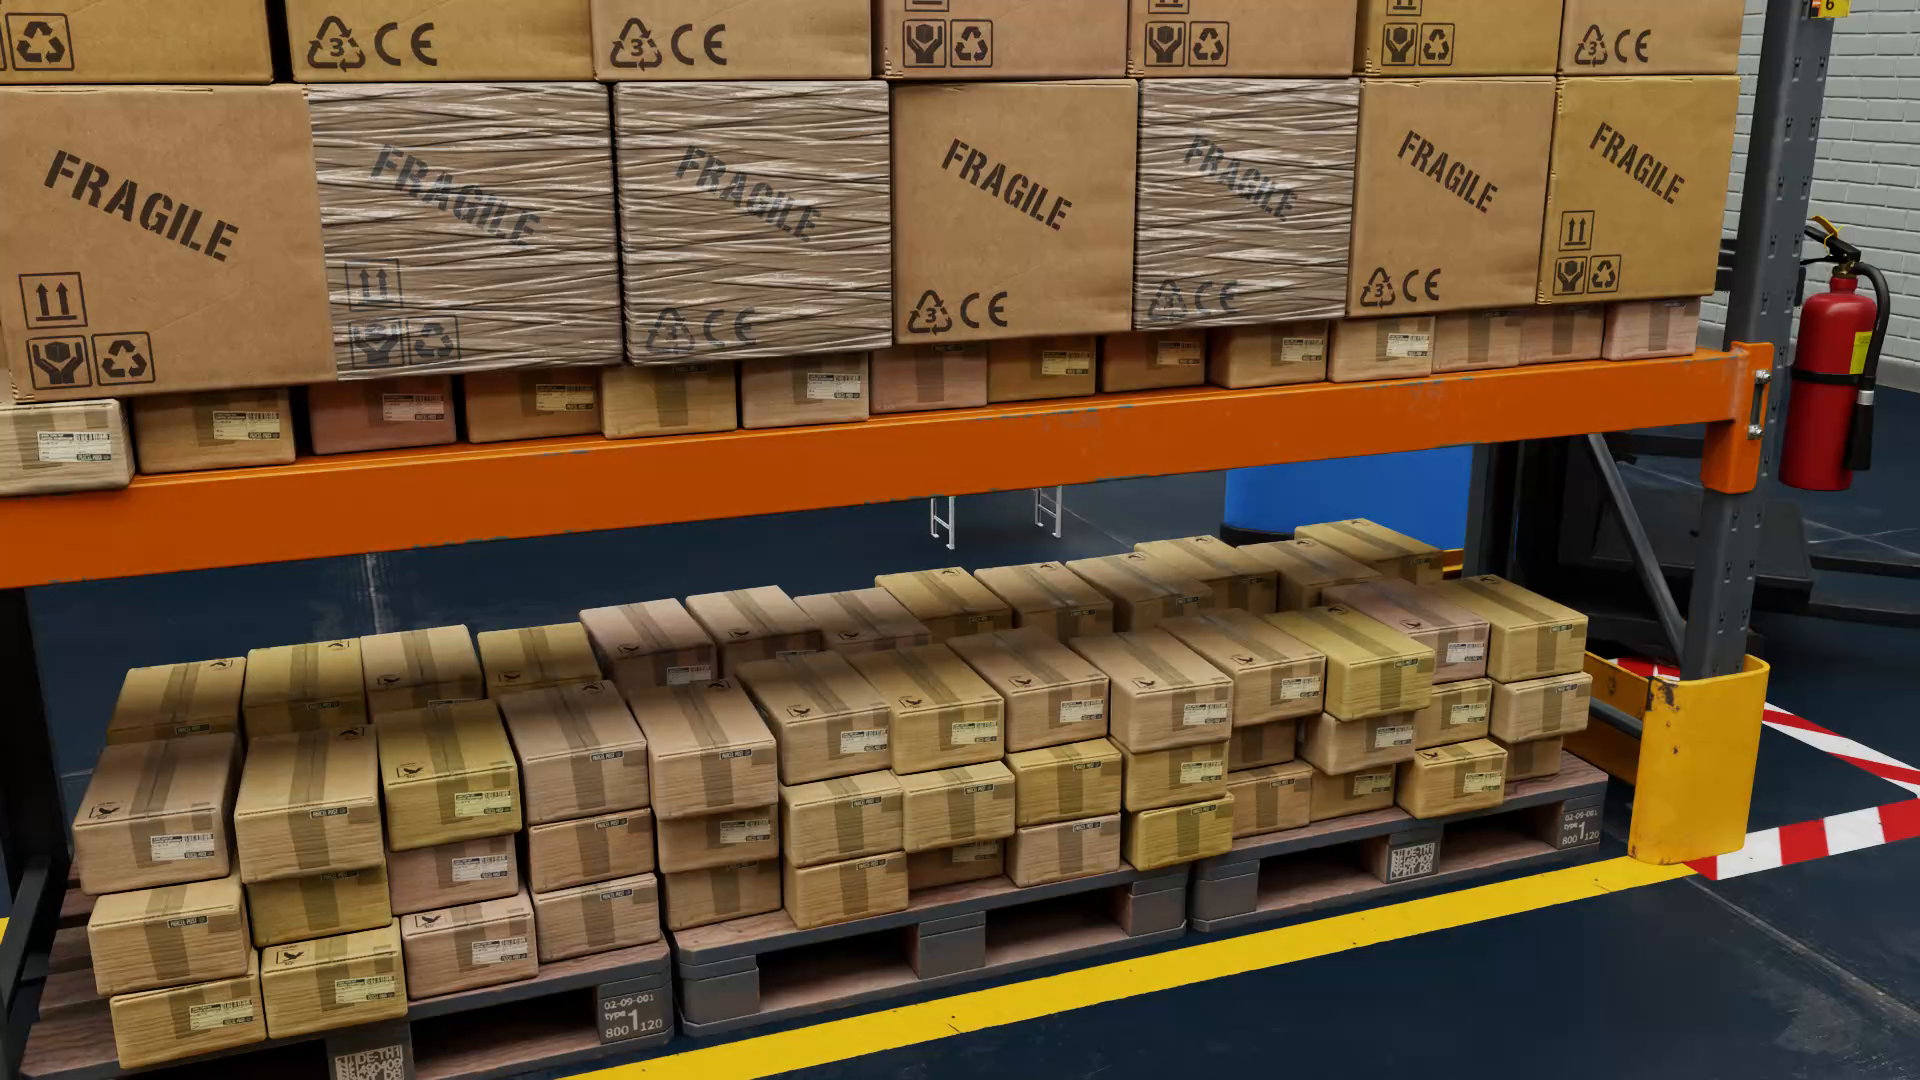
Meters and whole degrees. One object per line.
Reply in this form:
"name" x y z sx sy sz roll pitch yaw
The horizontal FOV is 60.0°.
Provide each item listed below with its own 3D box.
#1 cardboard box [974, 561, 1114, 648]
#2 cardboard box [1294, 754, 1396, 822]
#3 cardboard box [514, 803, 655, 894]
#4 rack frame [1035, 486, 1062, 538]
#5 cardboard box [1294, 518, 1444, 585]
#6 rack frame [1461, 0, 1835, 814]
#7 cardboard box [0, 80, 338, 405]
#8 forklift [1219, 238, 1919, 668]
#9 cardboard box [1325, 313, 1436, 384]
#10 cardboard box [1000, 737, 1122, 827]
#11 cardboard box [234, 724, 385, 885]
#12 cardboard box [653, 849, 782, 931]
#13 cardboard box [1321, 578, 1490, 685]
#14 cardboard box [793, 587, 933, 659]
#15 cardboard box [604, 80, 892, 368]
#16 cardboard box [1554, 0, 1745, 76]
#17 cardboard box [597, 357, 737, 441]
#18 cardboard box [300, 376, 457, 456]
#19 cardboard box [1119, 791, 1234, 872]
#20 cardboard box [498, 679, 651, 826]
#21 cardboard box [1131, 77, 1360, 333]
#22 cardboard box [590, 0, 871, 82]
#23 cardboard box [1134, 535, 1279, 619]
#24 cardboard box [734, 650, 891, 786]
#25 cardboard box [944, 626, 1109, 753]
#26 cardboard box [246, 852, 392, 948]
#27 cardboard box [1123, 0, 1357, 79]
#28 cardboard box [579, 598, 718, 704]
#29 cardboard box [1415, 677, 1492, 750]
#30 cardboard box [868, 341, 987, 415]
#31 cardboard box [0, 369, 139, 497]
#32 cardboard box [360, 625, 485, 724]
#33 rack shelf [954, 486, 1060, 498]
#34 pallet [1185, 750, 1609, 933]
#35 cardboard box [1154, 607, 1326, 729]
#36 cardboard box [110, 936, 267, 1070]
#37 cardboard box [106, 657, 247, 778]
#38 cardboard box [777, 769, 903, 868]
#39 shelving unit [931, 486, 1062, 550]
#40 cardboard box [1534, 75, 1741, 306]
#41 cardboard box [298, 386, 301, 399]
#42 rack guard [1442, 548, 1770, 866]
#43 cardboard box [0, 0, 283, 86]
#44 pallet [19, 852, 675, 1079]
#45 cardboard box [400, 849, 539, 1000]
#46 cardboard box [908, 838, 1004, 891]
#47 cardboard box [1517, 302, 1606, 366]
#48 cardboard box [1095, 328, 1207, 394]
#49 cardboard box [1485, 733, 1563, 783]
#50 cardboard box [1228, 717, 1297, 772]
"cardboard box" 0.215 0.189 4.389 0.250 0.149 0.380 -5 17 -18
"cardboard box" 0.887 0.552 4.208 0.250 0.149 0.380 -6 17 -20
"cardboard box" -0.825 0.586 3.564 0.250 0.149 0.380 -7 18 -23
"rack frame" 0.382 -0.617 7.070 0.015 1.200 0.240 -6 17 -20
"cardboard box" 1.175 0.066 4.809 0.250 0.149 0.380 -7 18 -23
"rack frame" 1.785 -0.778 4.426 0.127 3.000 1.000 -6 17 -20
"cardboard box" -1.397 -0.550 2.941 0.500 0.500 0.500 -6 18 -21
"forklift" 2.539 -1.123 5.721 3.031 2.935 1.130 7 18 22
"cardboard box" 0.878 -0.474 3.836 0.250 0.149 0.380 -6 17 -19
"cardboard box" 0.185 0.503 3.849 0.250 0.149 0.380 -5 17 -17
"cardboard box" -1.276 0.513 3.285 0.250 0.149 0.380 -5 17 -17
"cardboard box" -0.575 0.698 3.711 0.250 0.149 0.380 -7 18 -22
"cardboard box" 1.127 0.233 4.241 0.250 0.149 0.380 -6 17 -19
"cardboard box" -0.248 0.254 4.167 0.250 0.149 0.380 -6 17 -20
"cardboard box" -0.454 -0.643 3.257 0.500 0.500 0.500 -7 18 -21
"cardboard box" 1.447 -1.337 3.849 0.500 0.500 0.500 -7 18 -21
"cardboard box" -0.608 -0.317 3.302 0.250 0.149 0.380 -6 17 -19
"cardboard box" -1.123 -0.283 3.186 0.250 0.149 0.380 -7 18 -23
"cardboard box" 0.445 0.623 3.968 0.250 0.149 0.380 -7 18 -23
"cardboard box" -0.822 0.443 3.526 0.250 0.149 0.380 -7 18 -22
"cardboard box" 0.505 -0.752 3.630 0.500 0.500 0.500 -6 17 -20
"cardboard box" -0.481 -1.126 3.129 0.500 0.500 0.500 -6 17 -19
"cardboard box" 0.679 0.117 4.635 0.250 0.149 0.380 -6 17 -20
"cardboard box" -0.330 0.389 3.708 0.250 0.149 0.380 -7 18 -22
"cardboard box" 0.149 0.341 3.873 0.250 0.149 0.380 -7 18 -22
"cardboard box" -1.293 0.647 3.358 0.250 0.149 0.380 -6 17 -20
"cardboard box" 0.492 -1.231 3.488 0.500 0.500 0.500 -5 17 -17
"cardboard box" -0.766 0.281 4.076 0.250 0.149 0.380 -7 18 -23
"cardboard box" 1.131 0.386 4.248 0.250 0.149 0.380 -7 18 -21
"cardboard box" -0.122 -0.382 3.521 0.250 0.149 0.380 -5 17 -18
"cardboard box" -1.568 -0.197 2.892 0.250 0.149 0.380 -5 17 -18
"cardboard box" -1.256 0.338 3.881 0.250 0.149 0.380 -6 18 -21
"rack shelf" 0.155 -0.301 7.072 0.480 0.148 0.258 -6 17 -20
"pallet" 0.943 0.640 4.545 1.213 0.211 1.003 -6 17 -20
"cardboard box" 0.666 0.302 4.006 0.250 0.149 0.380 -7 18 -22
"cardboard box" -1.495 0.839 3.232 0.250 0.149 0.380 -7 18 -22
"cardboard box" -1.711 0.401 3.666 0.250 0.149 0.380 -6 17 -18
"cardboard box" -0.301 0.556 3.667 0.250 0.149 0.380 -6 18 -20
"shelving unit" 0.155 -0.592 6.986 0.503 1.200 0.258 -6 17 -20
"cardboard box" 1.458 -0.856 3.985 0.500 0.500 0.500 -6 17 -19
"cardboard box" -1.565 -0.400 3.582 0.250 0.149 0.380 -7 18 -22
"rack guard" 1.714 0.429 4.752 0.348 0.500 1.175 -6 17 -20
"cardboard box" -1.441 -1.027 2.792 0.500 0.500 0.500 -6 17 -19
"pallet" -1.335 0.886 3.707 1.213 0.211 1.003 -6 17 -20
"cardboard box" -1.033 0.773 3.455 0.250 0.149 0.380 -6 17 -20
"cardboard box" -0.080 0.651 3.872 0.250 0.149 0.380 -6 17 -19
"cardboard box" 1.336 -0.536 4.044 0.250 0.149 0.380 -6 17 -20
"cardboard box" 0.348 -0.444 3.732 0.250 0.149 0.380 -7 18 -22
"cardboard box" 1.369 0.496 4.401 0.250 0.149 0.380 -6 17 -19
"cardboard box" 0.622 0.426 4.109 0.250 0.149 0.380 -6 18 -21
